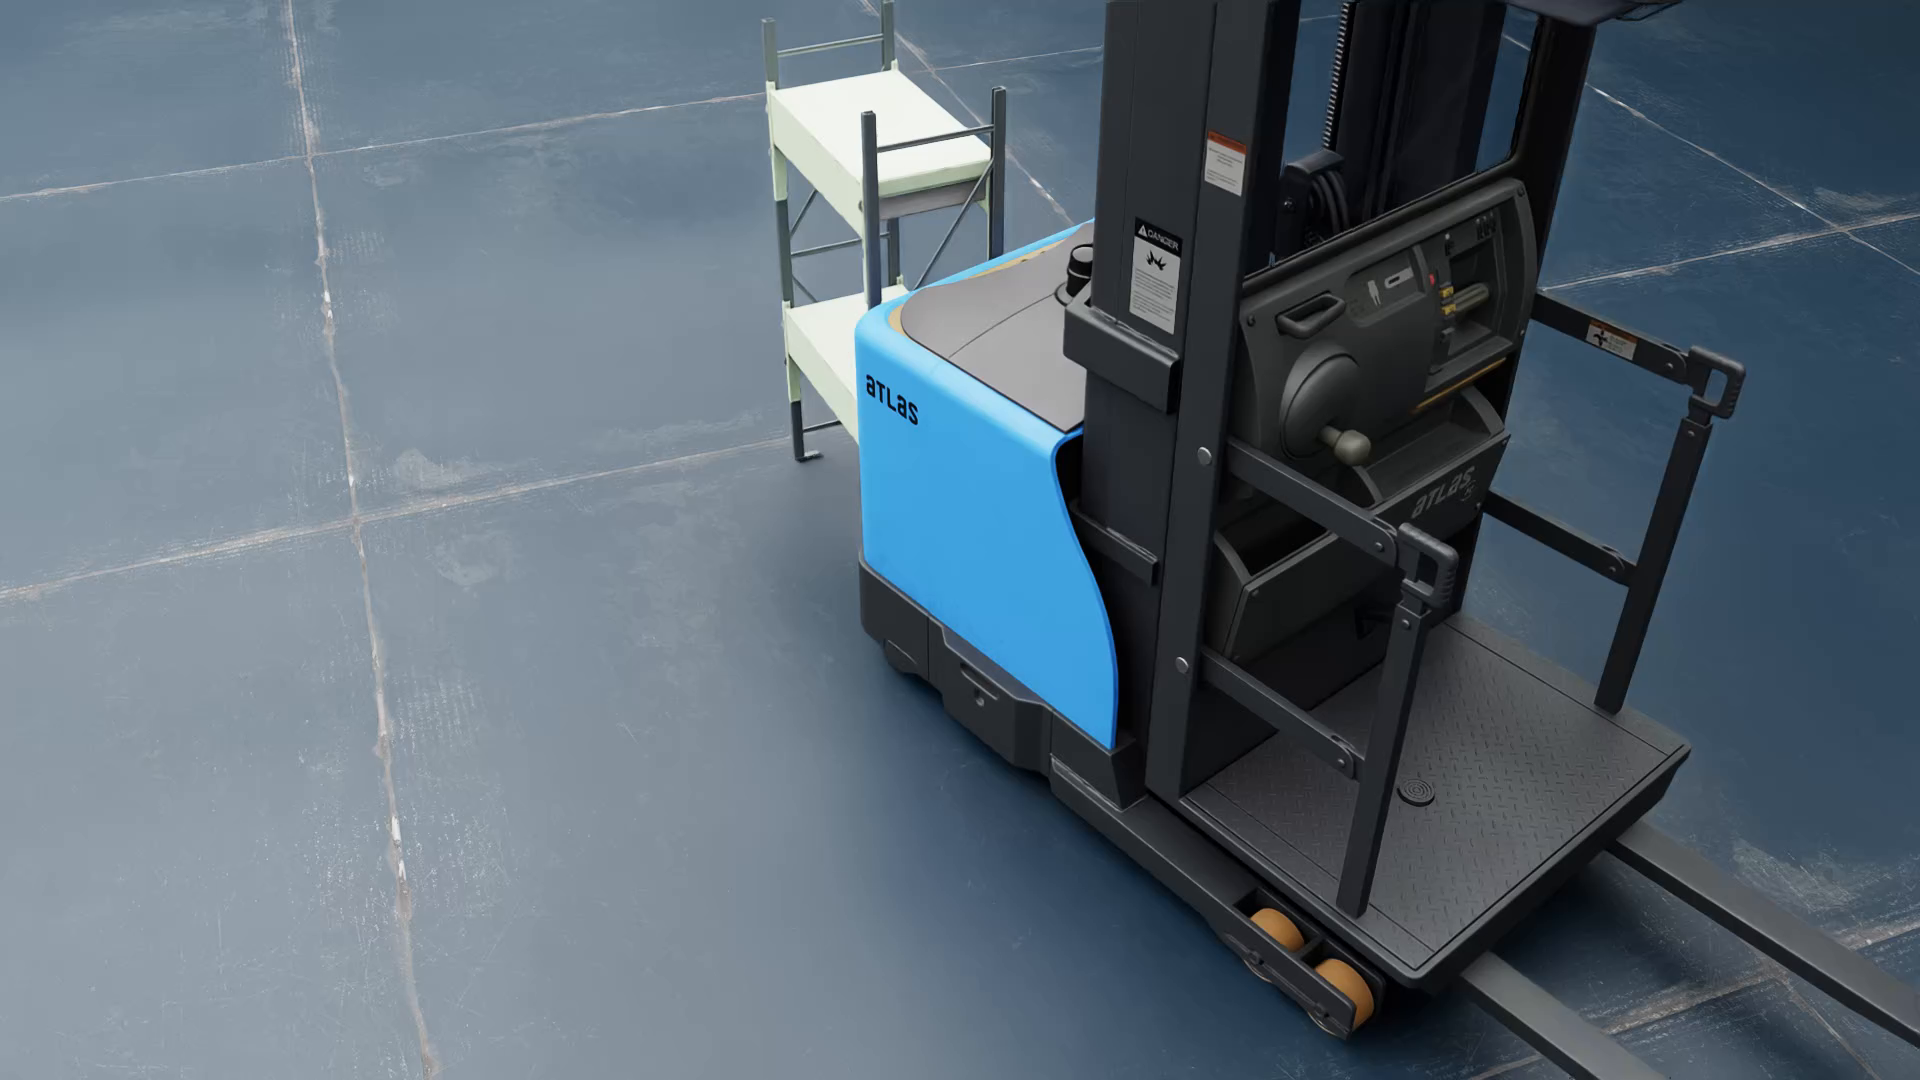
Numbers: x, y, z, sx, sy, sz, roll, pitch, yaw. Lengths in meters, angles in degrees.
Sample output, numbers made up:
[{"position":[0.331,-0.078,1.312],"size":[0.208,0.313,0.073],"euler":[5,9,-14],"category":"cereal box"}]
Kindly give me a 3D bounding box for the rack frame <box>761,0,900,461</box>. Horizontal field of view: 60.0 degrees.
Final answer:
[{"position":[-0.379,-0.922,5.227],"size":[0.400,1.500,0.023],"euler":[-16,40,-20],"category":"rack frame"}]

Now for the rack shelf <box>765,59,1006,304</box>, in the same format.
[{"position":[-0.222,-1.034,4.728],"size":[0.431,0.370,0.720],"euler":[-16,40,-20],"category":"rack shelf"}]

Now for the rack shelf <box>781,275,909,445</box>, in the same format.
[{"position":[-0.222,-0.462,5.159],"size":[0.431,0.370,0.720],"euler":[-16,40,-20],"category":"rack shelf"}]

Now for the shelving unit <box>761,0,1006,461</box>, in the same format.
[{"position":[-0.222,-0.723,4.963],"size":[0.431,1.500,0.755],"euler":[-16,40,-20],"category":"shelving unit"}]

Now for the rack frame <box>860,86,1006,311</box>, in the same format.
[{"position":[-0.065,-0.524,4.699],"size":[0.400,1.500,0.023],"euler":[-16,40,-20],"category":"rack frame"}]

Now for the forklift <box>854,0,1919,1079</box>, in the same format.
[{"position":[1.049,-0.400,3.345],"size":[1.130,2.935,3.031],"euler":[-27,45,-31],"category":"forklift"}]
